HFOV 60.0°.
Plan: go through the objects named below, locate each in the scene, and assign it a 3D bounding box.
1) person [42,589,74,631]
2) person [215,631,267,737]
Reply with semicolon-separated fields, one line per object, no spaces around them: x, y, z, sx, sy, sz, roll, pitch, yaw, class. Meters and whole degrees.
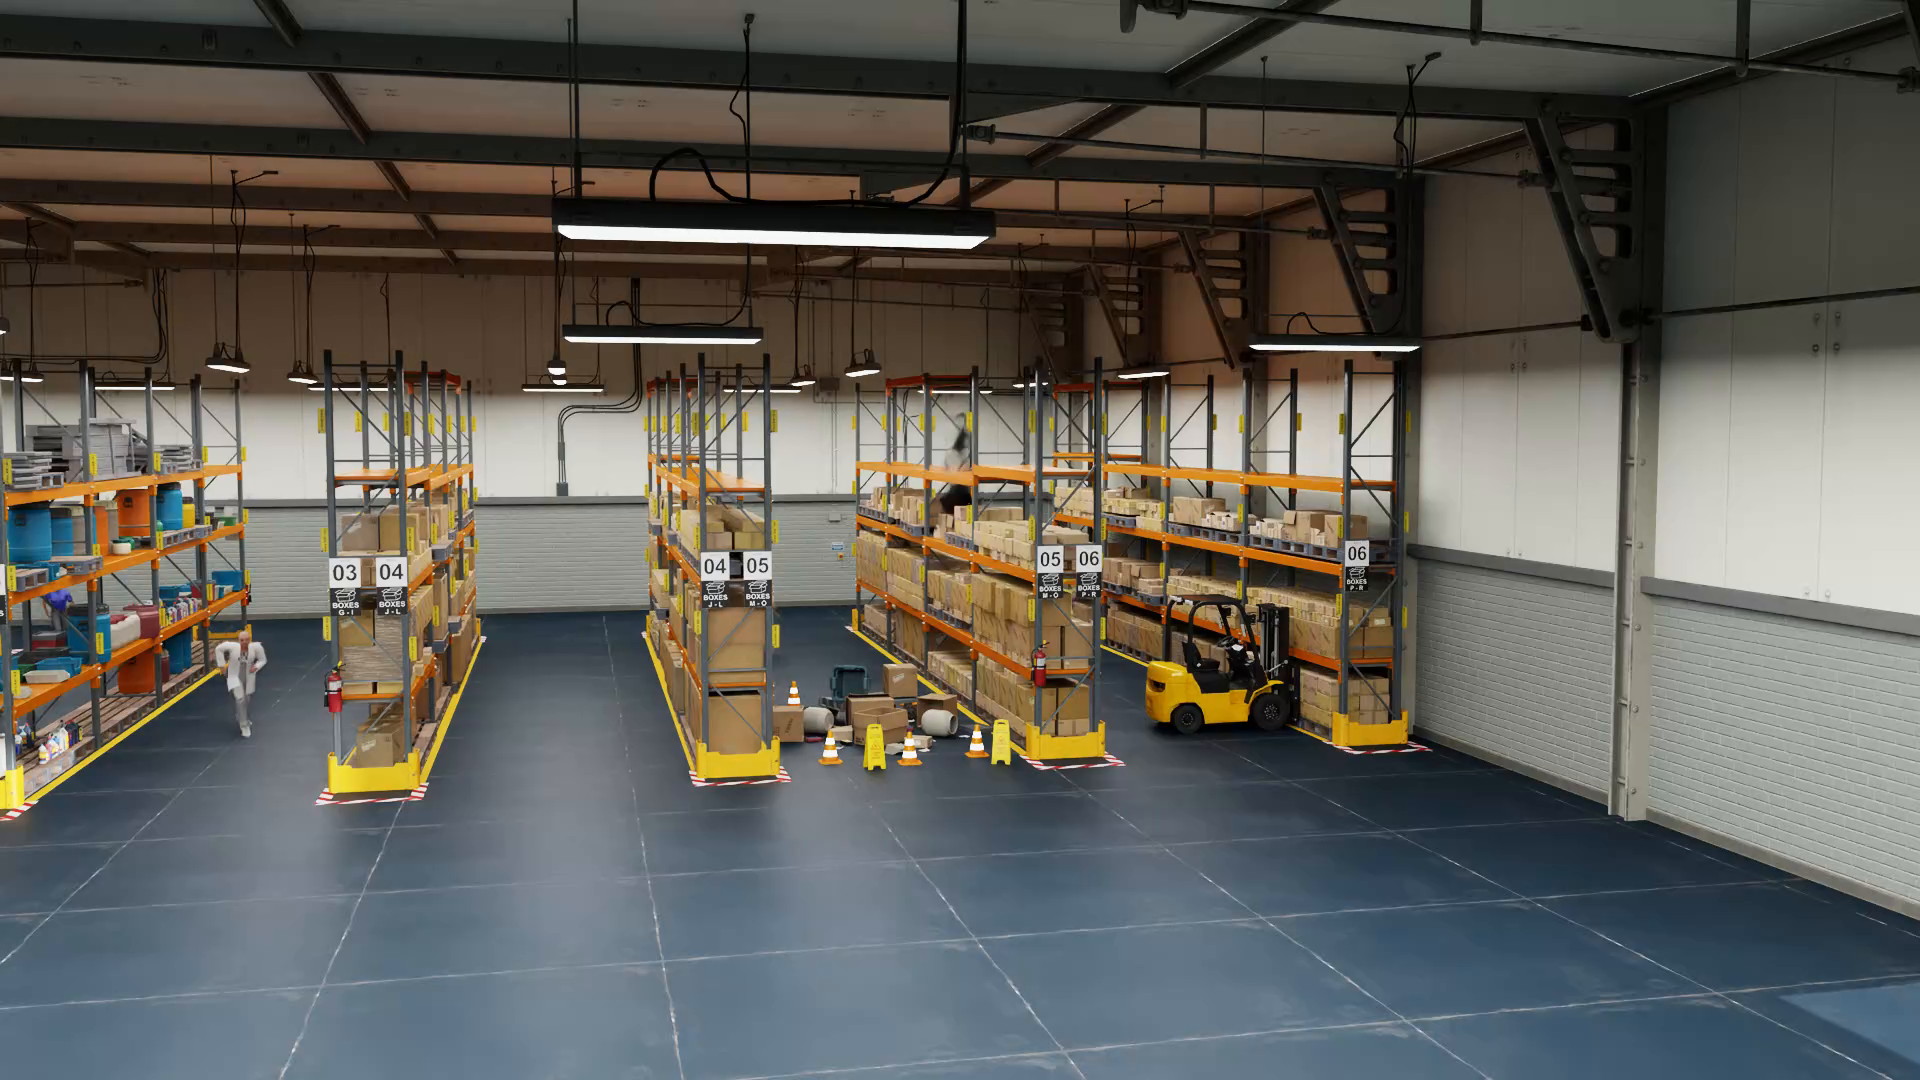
-19.659;1.674;36.269;0.614;1.643;0.719;-2;5;-30;person
-11.678;2.307;27.020;0.752;1.744;1.057;-2;5;-29;person
